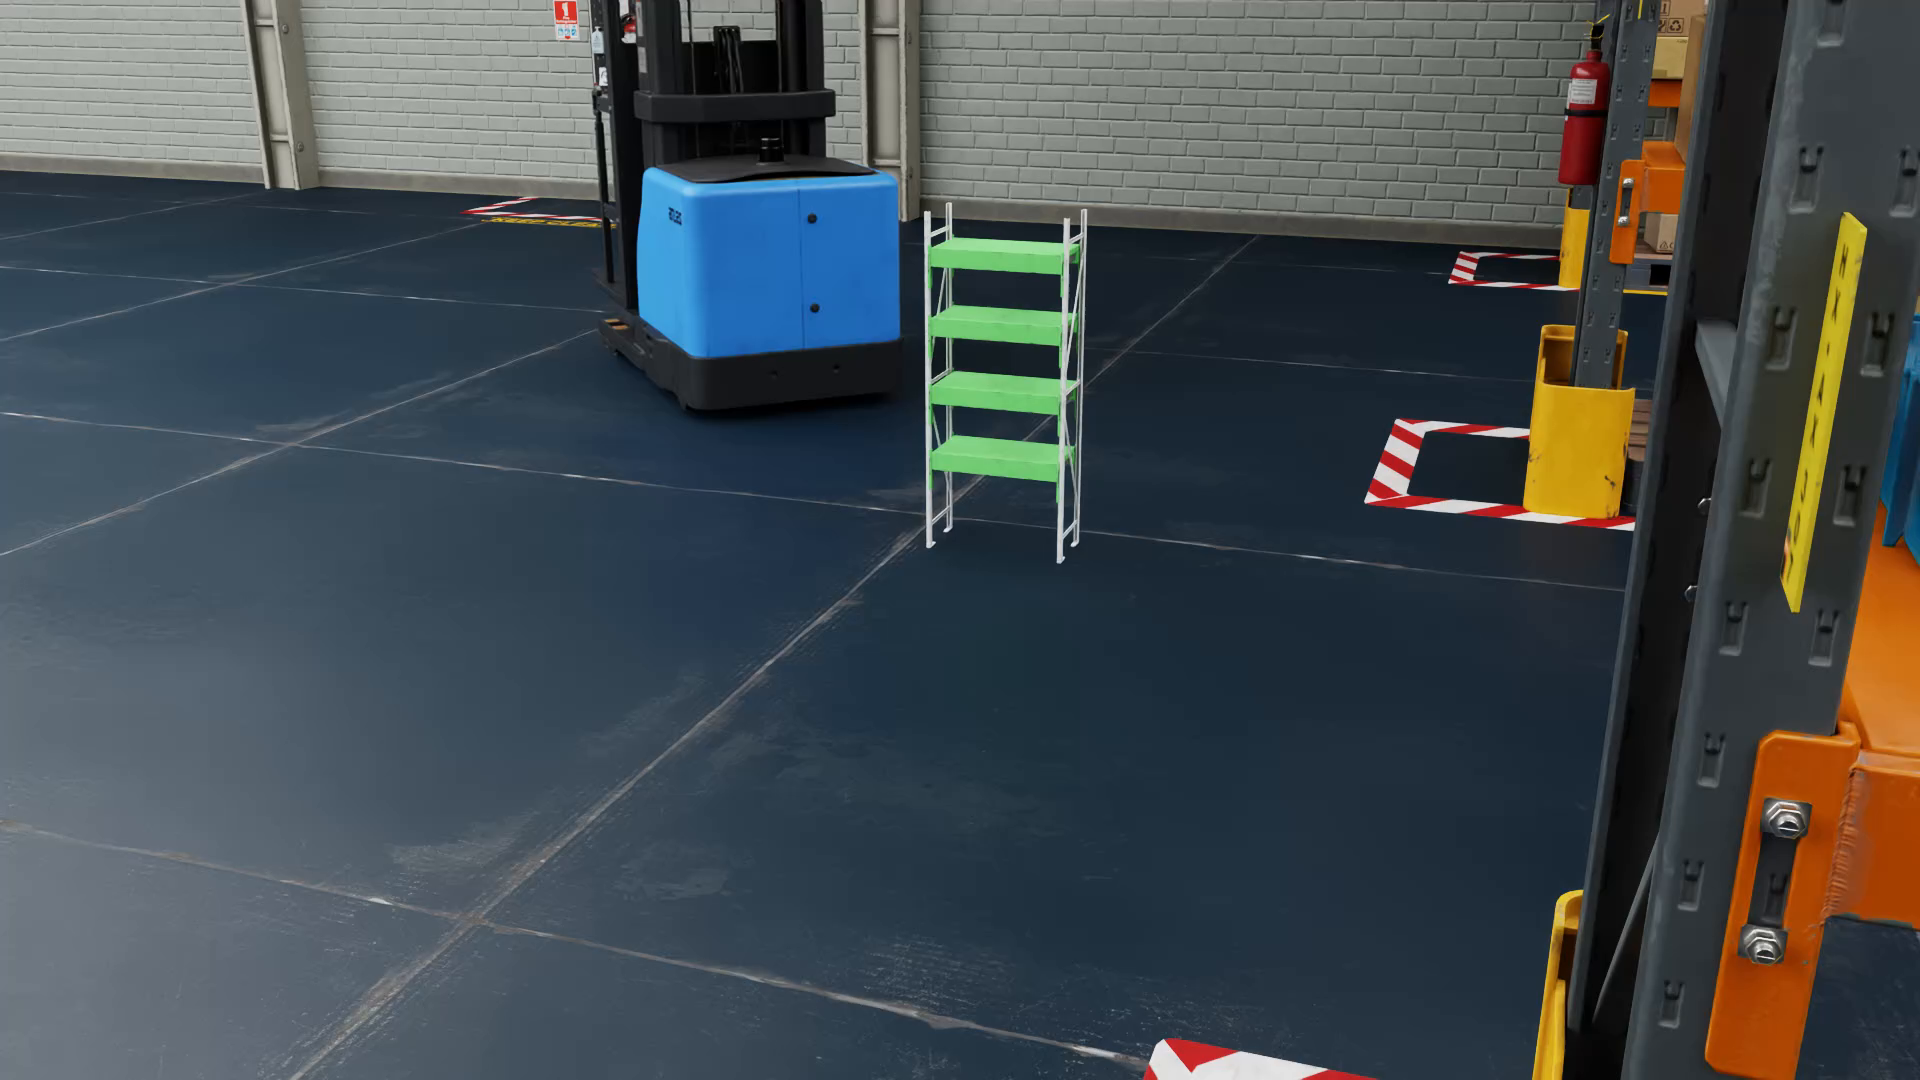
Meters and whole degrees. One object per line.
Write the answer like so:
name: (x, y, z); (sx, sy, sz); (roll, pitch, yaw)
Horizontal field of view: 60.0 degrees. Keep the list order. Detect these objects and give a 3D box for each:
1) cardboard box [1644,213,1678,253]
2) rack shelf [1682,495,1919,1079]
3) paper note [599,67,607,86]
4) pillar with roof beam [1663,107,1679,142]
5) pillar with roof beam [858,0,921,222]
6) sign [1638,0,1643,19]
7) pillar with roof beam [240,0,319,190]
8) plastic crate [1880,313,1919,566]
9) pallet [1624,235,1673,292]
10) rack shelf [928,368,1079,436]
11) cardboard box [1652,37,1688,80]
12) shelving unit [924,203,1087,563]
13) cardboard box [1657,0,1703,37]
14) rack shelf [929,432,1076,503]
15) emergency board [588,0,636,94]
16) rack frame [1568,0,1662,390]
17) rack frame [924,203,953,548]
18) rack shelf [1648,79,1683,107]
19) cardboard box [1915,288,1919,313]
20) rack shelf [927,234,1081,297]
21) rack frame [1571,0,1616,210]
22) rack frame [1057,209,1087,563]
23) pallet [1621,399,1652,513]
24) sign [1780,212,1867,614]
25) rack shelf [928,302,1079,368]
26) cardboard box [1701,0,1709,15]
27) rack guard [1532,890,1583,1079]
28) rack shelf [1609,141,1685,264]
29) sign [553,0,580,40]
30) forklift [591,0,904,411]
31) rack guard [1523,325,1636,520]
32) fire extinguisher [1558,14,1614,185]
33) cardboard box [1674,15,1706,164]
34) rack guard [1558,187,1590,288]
cardboard box: (4.785, -2.061, 10.849); (0.500, 0.311, 0.500); (4, 20, 12)
rack shelf: (2.799, 0.410, 1.435); (4.000, 0.370, 1.077); (7, 20, 18)
paper note: (-3.028, -3.971, 14.249); (0.142, 0.148, 0.016); (7, 20, 18)
pillar with roof beam: (3.693, -4.914, 6.501); (0.400, 9.000, 9.100); (7, 20, 18)
pillar with roof beam: (-1.974, -5.562, 8.360); (0.400, 9.000, 9.100); (7, 20, 18)
sign: (2.351, -1.960, 5.705); (0.005, 0.325, 0.100); (7, 20, 18)
pillar with roof beam: (-7.642, -6.210, 10.219); (0.400, 9.000, 9.100); (7, 20, 18)
plastic crate: (1.481, -0.114, 2.073); (0.616, 0.251, 0.499); (7, 20, 18)
pallet: (4.989, -1.802, 10.926); (1.213, 0.211, 1.003); (7, 20, 18)
rack shelf: (0.156, -0.488, 5.848); (0.480, 0.148, 0.258); (7, 20, 18)
cardboard box: (4.518, -3.013, 10.360); (0.500, 0.250, 0.500); (6, 20, 16)
shelving unit: (0.156, -0.549, 5.827); (0.503, 1.200, 0.258); (7, 20, 18)
cardboard box: (4.513, -3.374, 10.255); (0.500, 0.500, 0.500); (7, 20, 18)
rack shelf: (0.156, -0.262, 5.927); (0.480, 0.148, 0.258); (7, 20, 18)
emergency board: (-2.883, -4.346, 13.987); (0.643, 1.169, 0.194); (7, 20, 18)
rack frame: (2.539, -1.685, 6.354); (0.127, 3.000, 1.000); (7, 20, 18)
rack frame: (-0.074, -0.575, 5.903); (0.015, 1.200, 0.240); (7, 20, 18)
rack shelf: (6.050, -2.670, 10.272); (4.000, 0.370, 1.077); (7, 20, 18)
cardboard box: (3.445, -0.759, 6.096); (0.500, 0.500, 0.500); (7, 20, 18)
rack shelf: (0.156, -0.942, 5.690); (0.480, 0.148, 0.258); (7, 20, 18)
rack frame: (4.161, -3.226, 10.773); (0.127, 3.000, 1.000); (7, 20, 18)
rack frame: (0.387, -0.522, 5.752); (0.015, 1.200, 0.240); (7, 20, 18)
pallet: (3.275, -0.299, 6.613); (1.213, 0.211, 1.003); (7, 20, 18)
sign: (0.725, -0.106, 1.402); (0.005, 0.325, 0.100); (7, 20, 18)
rack shelf: (0.156, -0.715, 5.769); (0.480, 0.148, 0.258); (7, 20, 18)
cardboard box: (2.962, -2.057, 6.282); (0.250, 0.149, 0.380); (6, 20, 17)
rack guard: (0.997, 1.028, 2.366); (0.348, 0.500, 1.175); (7, 20, 18)
rack shelf: (4.428, -1.130, 5.852); (4.000, 0.370, 1.077); (7, 20, 18)
sign: (-3.372, -4.455, 14.245); (0.234, 0.329, 0.001); (7, 20, 18)
forklift: (-1.327, -2.419, 8.564); (1.130, 2.935, 3.031); (-8, 21, -22)
rack guard: (2.516, -0.507, 6.773); (0.348, 0.500, 1.175); (7, 20, 18)
fire extinguisher: (2.580, -1.806, 6.817); (0.183, 0.674, 0.296); (7, 20, 18)
cardboard box: (2.976, -1.678, 6.181); (0.500, 0.500, 0.700); (7, 20, 18)
rack guard: (4.233, -2.037, 11.161); (0.348, 0.500, 1.175); (7, 20, 18)
